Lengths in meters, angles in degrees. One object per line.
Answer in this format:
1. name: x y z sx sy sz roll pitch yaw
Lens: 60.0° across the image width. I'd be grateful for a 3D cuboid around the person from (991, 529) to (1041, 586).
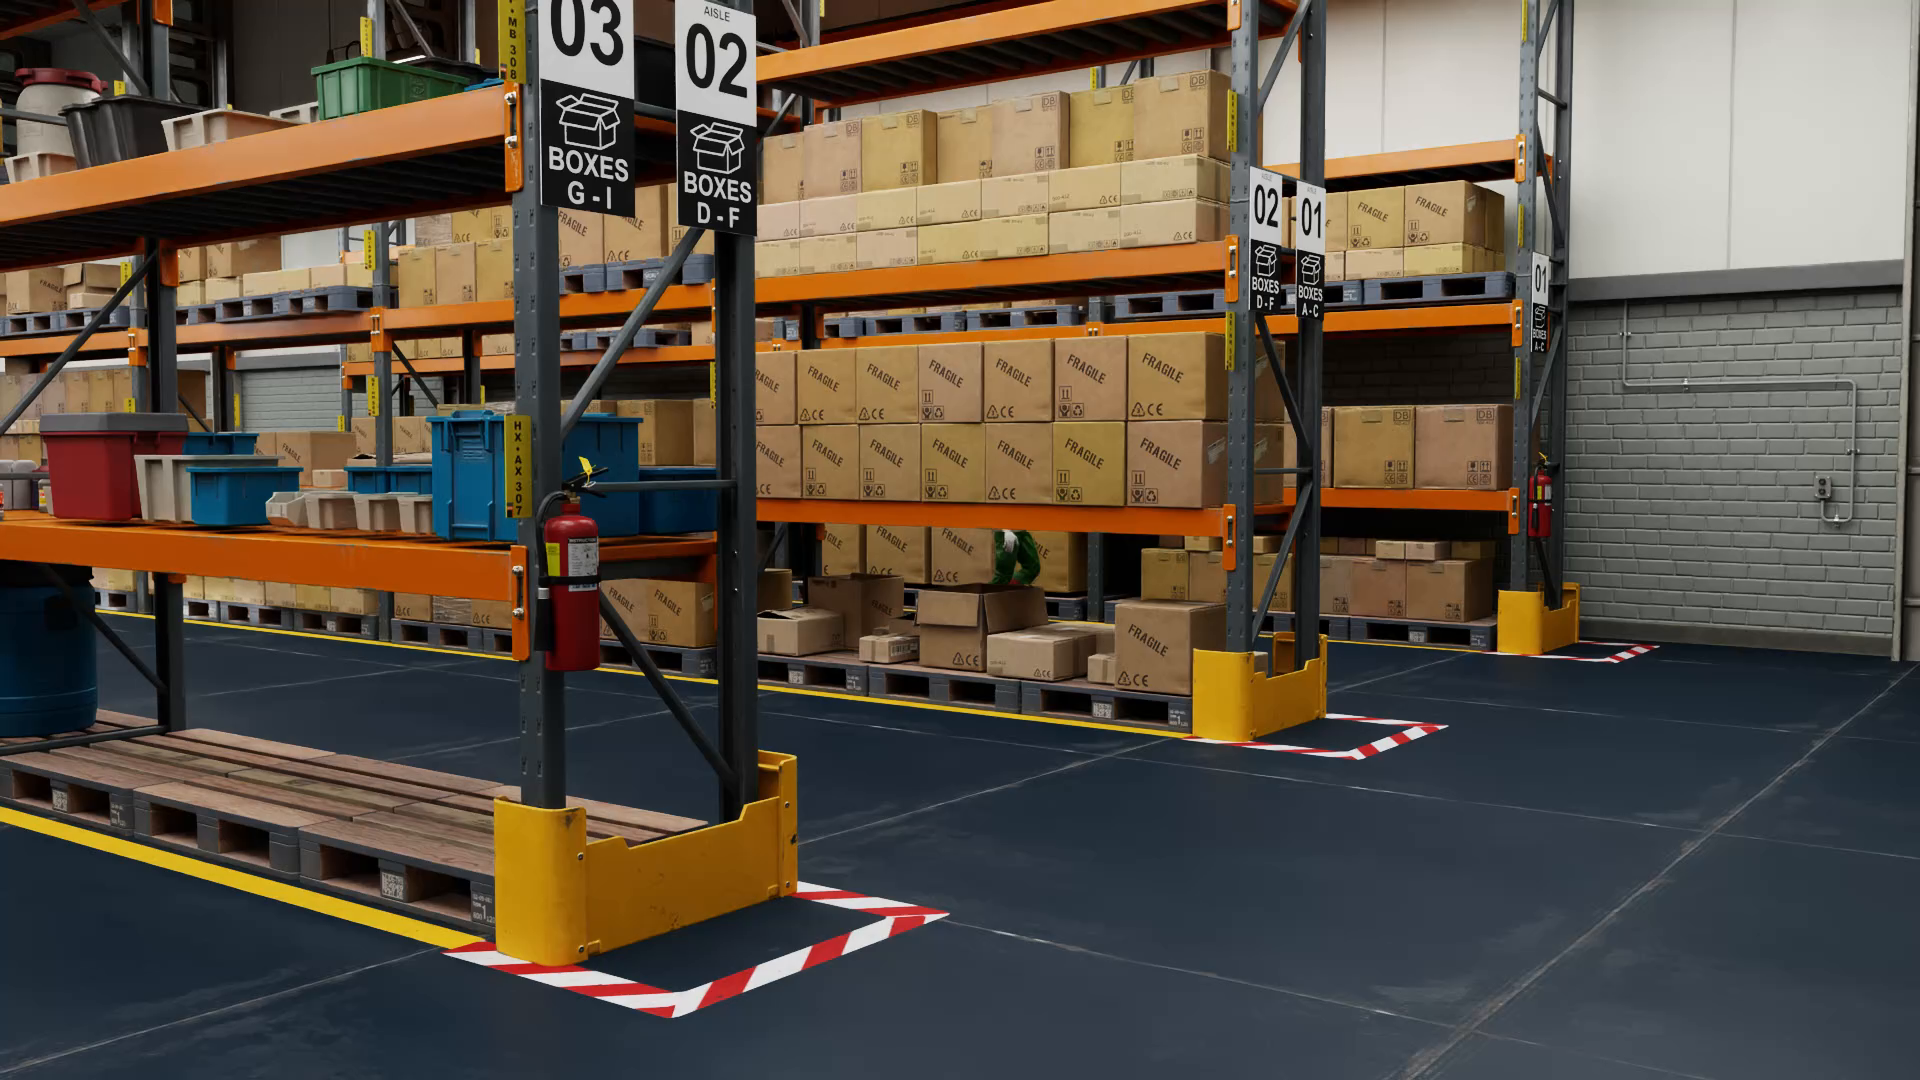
1. person: 0.464 -0.080 14.783 0.467 1.773 0.582 1 3 13
